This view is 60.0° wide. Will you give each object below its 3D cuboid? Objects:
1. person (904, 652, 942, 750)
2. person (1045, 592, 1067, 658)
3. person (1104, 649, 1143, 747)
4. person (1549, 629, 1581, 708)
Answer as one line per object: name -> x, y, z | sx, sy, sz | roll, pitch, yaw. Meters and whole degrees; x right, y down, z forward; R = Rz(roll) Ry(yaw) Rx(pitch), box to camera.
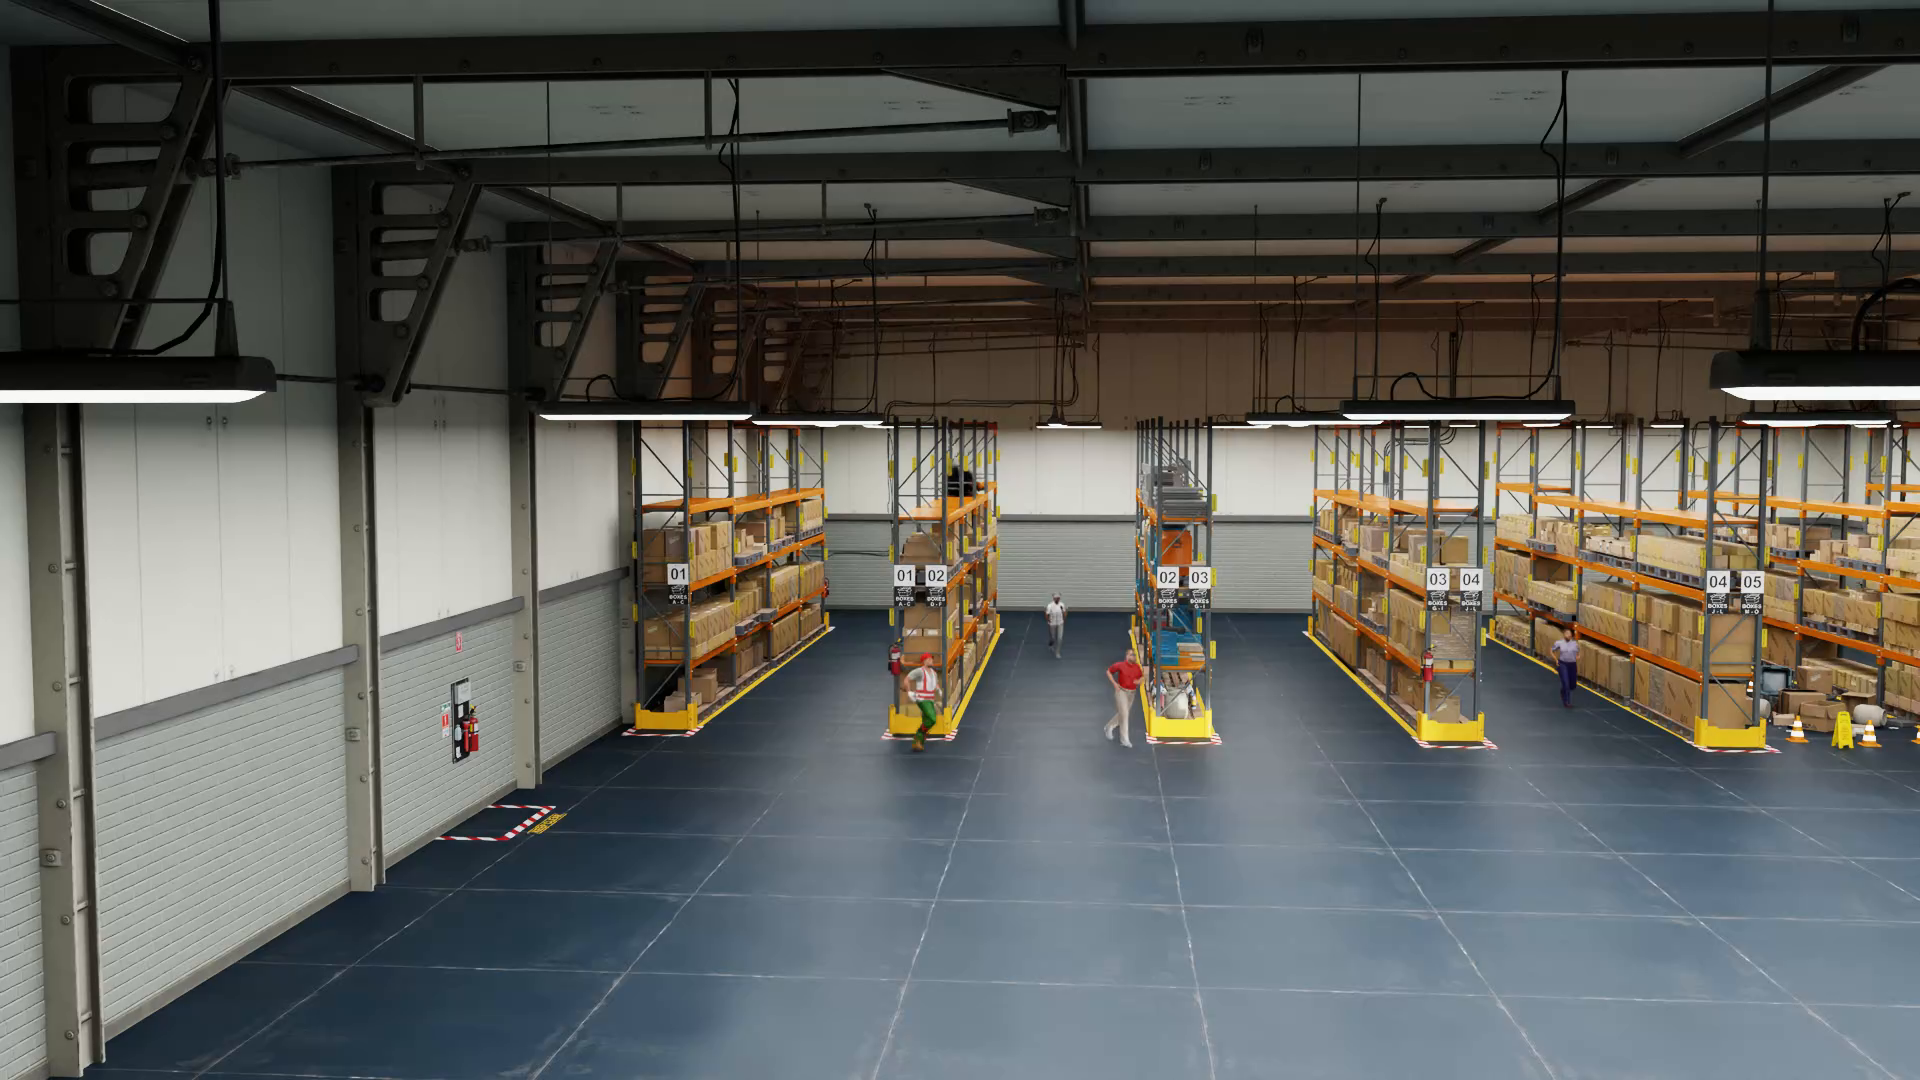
person -> -0.600, 2.895, 29.882 | 0.594, 1.734, 0.702 | 2, 4, 31
person -> 2.440, 2.144, 42.282 | 0.565, 1.669, 0.761 | 0, 4, -7
person -> 3.064, 2.882, 30.678 | 0.673, 1.750, 0.902 | -2, 4, -34
person -> 12.624, 2.653, 34.642 | 0.620, 1.613, 0.823 | 0, 4, -3
